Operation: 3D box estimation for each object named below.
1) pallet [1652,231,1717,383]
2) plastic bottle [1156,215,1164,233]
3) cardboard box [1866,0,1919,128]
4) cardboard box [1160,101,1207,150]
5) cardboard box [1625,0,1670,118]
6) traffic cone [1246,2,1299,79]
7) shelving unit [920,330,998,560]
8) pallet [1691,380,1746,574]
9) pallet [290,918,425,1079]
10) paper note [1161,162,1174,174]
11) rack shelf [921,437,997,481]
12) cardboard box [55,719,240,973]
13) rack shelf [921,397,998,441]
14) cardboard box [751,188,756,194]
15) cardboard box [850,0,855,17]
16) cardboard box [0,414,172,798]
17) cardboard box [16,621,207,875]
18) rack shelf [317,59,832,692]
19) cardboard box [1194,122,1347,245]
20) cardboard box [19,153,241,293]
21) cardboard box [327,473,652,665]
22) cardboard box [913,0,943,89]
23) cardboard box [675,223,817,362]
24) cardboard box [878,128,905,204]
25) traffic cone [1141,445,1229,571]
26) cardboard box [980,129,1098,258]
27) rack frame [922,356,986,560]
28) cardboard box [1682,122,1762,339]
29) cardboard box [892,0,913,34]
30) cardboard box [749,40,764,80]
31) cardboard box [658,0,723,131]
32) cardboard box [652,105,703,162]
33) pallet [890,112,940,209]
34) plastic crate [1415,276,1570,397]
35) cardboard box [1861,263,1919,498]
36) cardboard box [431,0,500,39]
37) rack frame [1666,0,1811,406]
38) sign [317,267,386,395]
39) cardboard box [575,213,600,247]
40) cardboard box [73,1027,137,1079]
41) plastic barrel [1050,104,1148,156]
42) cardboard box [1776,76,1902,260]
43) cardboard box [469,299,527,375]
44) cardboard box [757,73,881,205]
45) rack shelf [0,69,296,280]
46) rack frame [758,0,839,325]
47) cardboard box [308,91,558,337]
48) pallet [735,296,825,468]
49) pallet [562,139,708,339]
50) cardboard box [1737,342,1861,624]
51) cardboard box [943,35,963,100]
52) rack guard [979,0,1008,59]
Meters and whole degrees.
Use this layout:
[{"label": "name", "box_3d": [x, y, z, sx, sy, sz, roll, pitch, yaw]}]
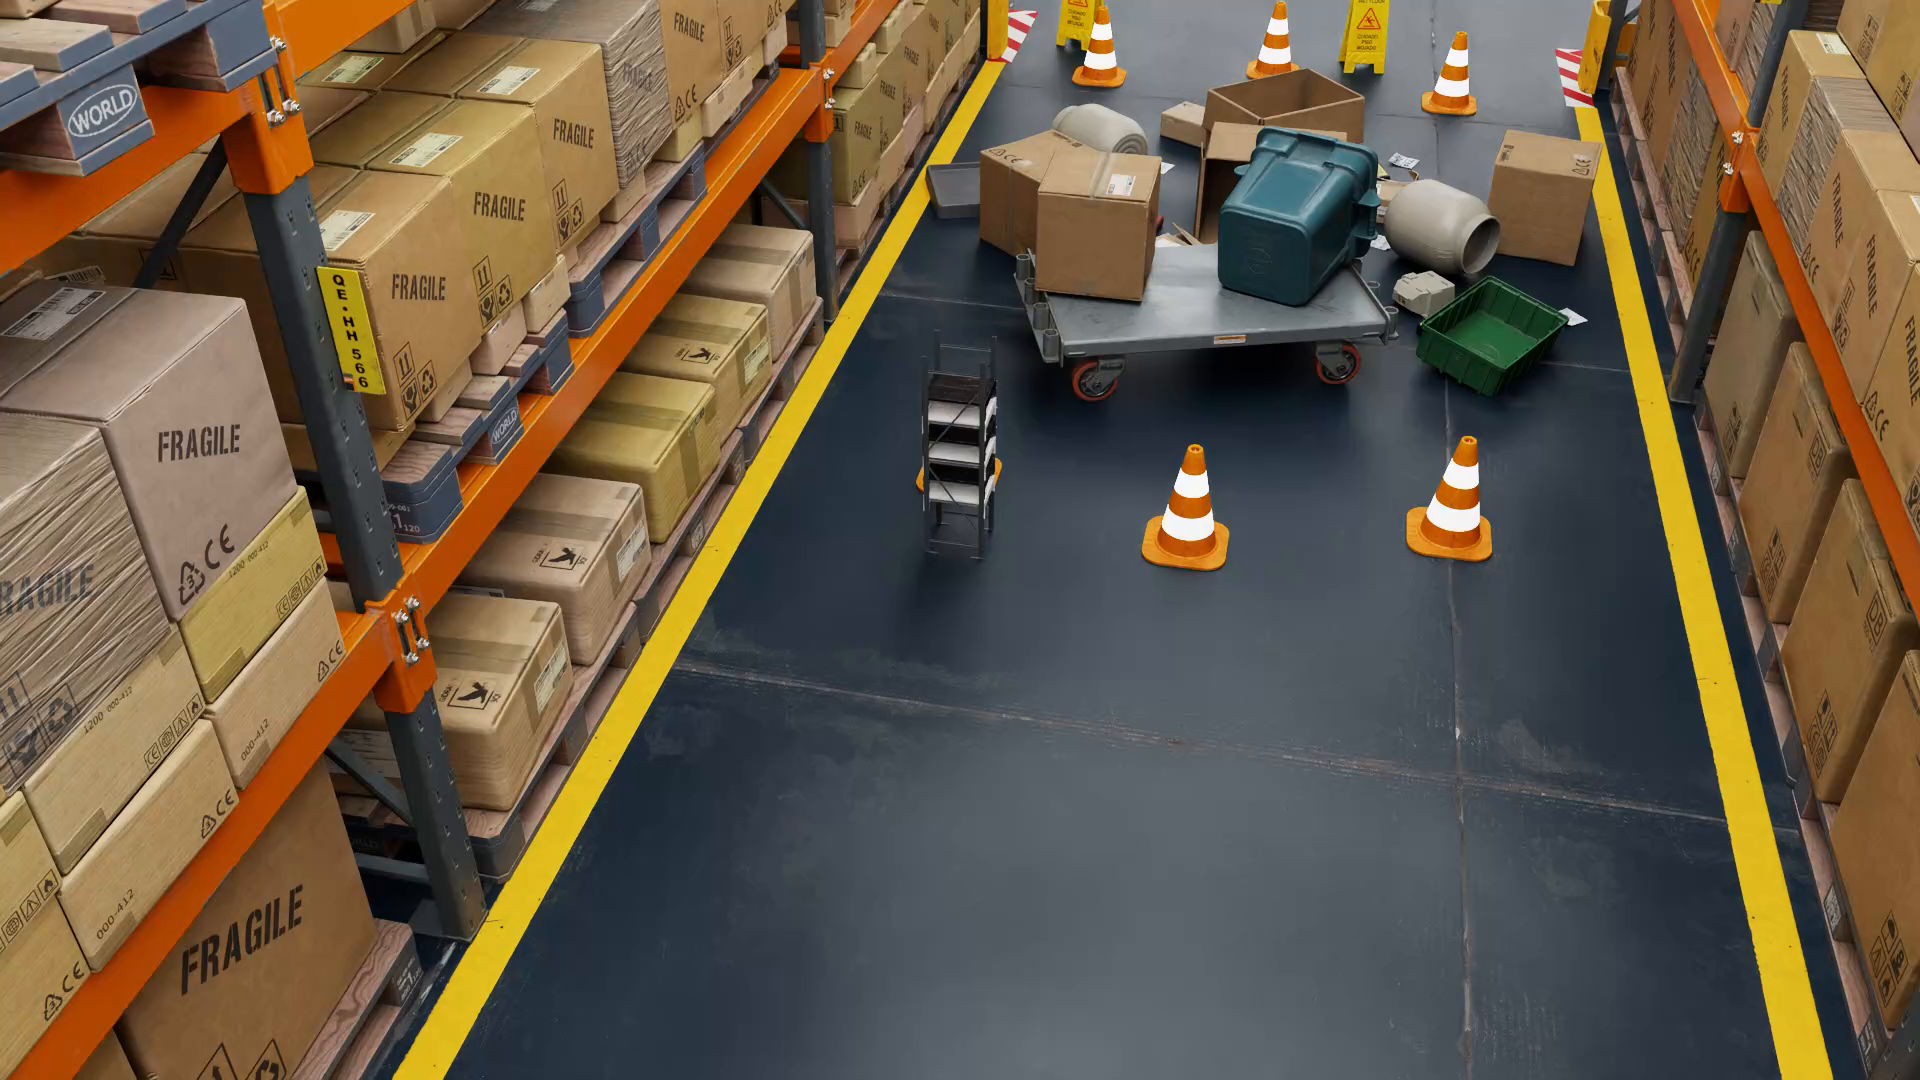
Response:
[{"label": "pallet", "box_3d": [3.991, -1.111, 8.103, 1.003, 0.211, 1.213, 7, 37, 10]}, {"label": "plastic bottle", "box_3d": [1.002, -1.691, 9.031, 0.133, 0.061, 0.283, 14, 38, 18]}, {"label": "cardboard box", "box_3d": [3.544, -1.678, 5.573, 0.700, 0.500, 0.500, 7, 36, 9]}, {"label": "cardboard box", "box_3d": [1.442, -2.511, 10.088, 0.380, 0.149, 0.250, 28, 44, 33]}, {"label": "cardboard box", "box_3d": [4.526, -3.020, 9.813, 0.875, 0.875, 0.875, 8, 37, 10]}, {"label": "traffic cone", "box_3d": [2.074, -3.290, 10.895, 0.336, 0.463, 0.334, 7, 37, 10]}, {"label": "shelving unit", "box_3d": [-0.002, -0.360, 6.479, 0.258, 0.900, 0.210, 7, 37, 10]}, {"label": "pallet", "box_3d": [3.661, -0.233, 6.891, 1.003, 0.211, 1.213, 7, 37, 10]}, {"label": "pallet", "box_3d": [-2.202, 1.489, 4.516, 1.003, 0.211, 1.213, 7, 37, 10]}, {"label": "paper note", "box_3d": [1.163, -2.203, 9.773, 0.148, 0.019, 0.142, 20, 41, 26]}, {"label": "rack shelf", "box_3d": [-0.002, -0.333, 6.499, 0.258, 0.077, 0.200, 7, 37, 10]}, {"label": "cardboard box", "box_3d": [-1.908, 0.595, 3.501, 0.500, 0.250, 0.500, 8, 37, 11]}, {"label": "rack shelf", "box_3d": [-0.002, -0.478, 6.393, 0.258, 0.077, 0.200, 7, 37, 10]}, {"label": "cardboard box", "box_3d": [-1.241, -2.109, 8.451, 0.500, 0.500, 0.500, 7, 36, 9]}, {"label": "cardboard box", "box_3d": [-0.722, -2.566, 7.949, 0.380, 0.149, 0.250, 8, 37, 11]}, {"label": "cardboard box", "box_3d": [-1.916, 0.096, 3.124, 0.500, 0.500, 0.500, 8, 37, 11]}, {"label": "cardboard box", "box_3d": [-1.921, 0.379, 3.372, 0.500, 0.250, 0.500, 6, 36, 9]}, {"label": "rack shelf", "box_3d": [-1.533, -0.938, 6.102, 1.077, 0.370, 4.000, 7, 37, 10]}, {"label": "cardboard box", "box_3d": [1.655, -1.852, 8.761, 0.797, 0.637, 0.503, 7, 37, 10]}, {"label": "cardboard box", "box_3d": [-2.134, -0.709, 4.476, 0.500, 0.500, 0.500, 6, 36, 9]}, {"label": "cardboard box", "box_3d": [-1.680, 0.064, 5.987, 0.950, 0.372, 0.625, 7, 36, 9]}, {"label": "cardboard box", "box_3d": [-0.390, -2.950, 9.610, 0.500, 0.500, 0.500, 6, 36, 9]}, {"label": "cardboard box", "box_3d": [-1.215, -1.181, 7.705, 0.950, 0.372, 0.625, 8, 37, 11]}, {"label": "cardboard box", "box_3d": [-0.613, -2.045, 9.000, 0.500, 0.250, 0.500, 9, 37, 13]}, {"label": "traffic cone", "box_3d": [0.912, -0.171, 6.592, 0.336, 0.463, 0.334, 7, 37, 10]}, {"label": "cardboard box", "box_3d": [0.453, -1.809, 8.818, 0.500, 0.500, 0.500, -24, 42, -30]}, {"label": "rack frame", "box_3d": [-0.023, -0.301, 6.399, 0.240, 0.900, 0.006, 7, 37, 10]}, {"label": "cardboard box", "box_3d": [3.954, -1.475, 7.682, 0.875, 0.875, 0.875, 8, 37, 11]}, {"label": "cardboard box", "box_3d": [-0.468, -2.817, 8.875, 0.380, 0.149, 0.250, 9, 37, 13]}, {"label": "cardboard box", "box_3d": [-1.019, -1.966, 6.763, 0.380, 0.149, 0.250, 6, 36, 9]}, {"label": "cardboard box", "box_3d": [-1.201, -1.834, 6.028, 0.500, 0.500, 0.500, 9, 37, 12]}, {"label": "cardboard box", "box_3d": [-1.178, -1.532, 6.164, 0.380, 0.149, 0.250, 7, 37, 10]}, {"label": "pallet", "box_3d": [-0.738, -2.338, 9.796, 1.003, 0.211, 1.213, 7, 37, 10]}, {"label": "plastic crate", "box_3d": [2.509, -0.962, 7.869, 0.450, 0.188, 0.662, 36, 48, 26]}, {"label": "cardboard box", "box_3d": [2.946, -0.425, 4.695, 0.500, 0.500, 0.500, 7, 36, 9]}, {"label": "cardboard box", "box_3d": [-1.811, -1.610, 5.718, 0.500, 0.500, 0.500, 6, 36, 8]}, {"label": "rack frame", "box_3d": [3.752, -1.814, 6.696, 1.000, 3.000, 0.127, 7, 37, 10]}, {"label": "sign", "box_3d": [-1.417, -0.484, 3.875, 0.100, 0.325, 0.005, 7, 37, 10]}, {"label": "cardboard box", "box_3d": [-1.436, -1.093, 5.559, 0.380, 0.149, 0.250, 9, 37, 12]}, {"label": "cardboard box", "box_3d": [-2.383, 1.504, 3.572, 0.875, 0.875, 0.875, 8, 37, 11]}, {"label": "plastic barrel", "box_3d": [0.787, -2.252, 9.497, 0.421, 0.421, 0.512, -24, 42, -30]}, {"label": "cardboard box", "box_3d": [3.269, -1.297, 5.898, 0.500, 0.500, 0.500, 8, 37, 10]}, {"label": "cardboard box", "box_3d": [-1.512, -0.623, 4.910, 0.380, 0.149, 0.250, 5, 36, 7]}, {"label": "cardboard box", "box_3d": [-0.716, -2.041, 8.356, 0.500, 0.500, 0.500, 9, 37, 12]}, {"label": "rack shelf", "box_3d": [-2.387, 0.140, 2.057, 1.077, 0.370, 4.000, 7, 37, 10]}, {"label": "rack frame", "box_3d": [-1.106, -2.376, 7.473, 1.000, 3.000, 0.127, 7, 37, 10]}, {"label": "cardboard box", "box_3d": [-1.533, -0.943, 4.798, 0.500, 0.500, 0.500, 9, 37, 12]}, {"label": "pallet", "box_3d": [-1.270, -0.801, 7.675, 1.003, 0.211, 1.213, 7, 37, 10]}, {"label": "pallet", "box_3d": [-1.577, -1.145, 5.938, 1.003, 0.211, 1.213, 7, 37, 10]}, {"label": "cardboard box", "box_3d": [3.497, -0.153, 5.964, 1.050, 0.750, 0.750, 7, 37, 10]}, {"label": "cardboard box", "box_3d": [-0.279, -2.933, 10.226, 0.500, 0.250, 0.500, 7, 37, 10]}, {"label": "rack guard", "box_3d": [-0.267, -3.614, 11.310, 1.175, 0.500, 0.348, 7, 37, 10]}]
